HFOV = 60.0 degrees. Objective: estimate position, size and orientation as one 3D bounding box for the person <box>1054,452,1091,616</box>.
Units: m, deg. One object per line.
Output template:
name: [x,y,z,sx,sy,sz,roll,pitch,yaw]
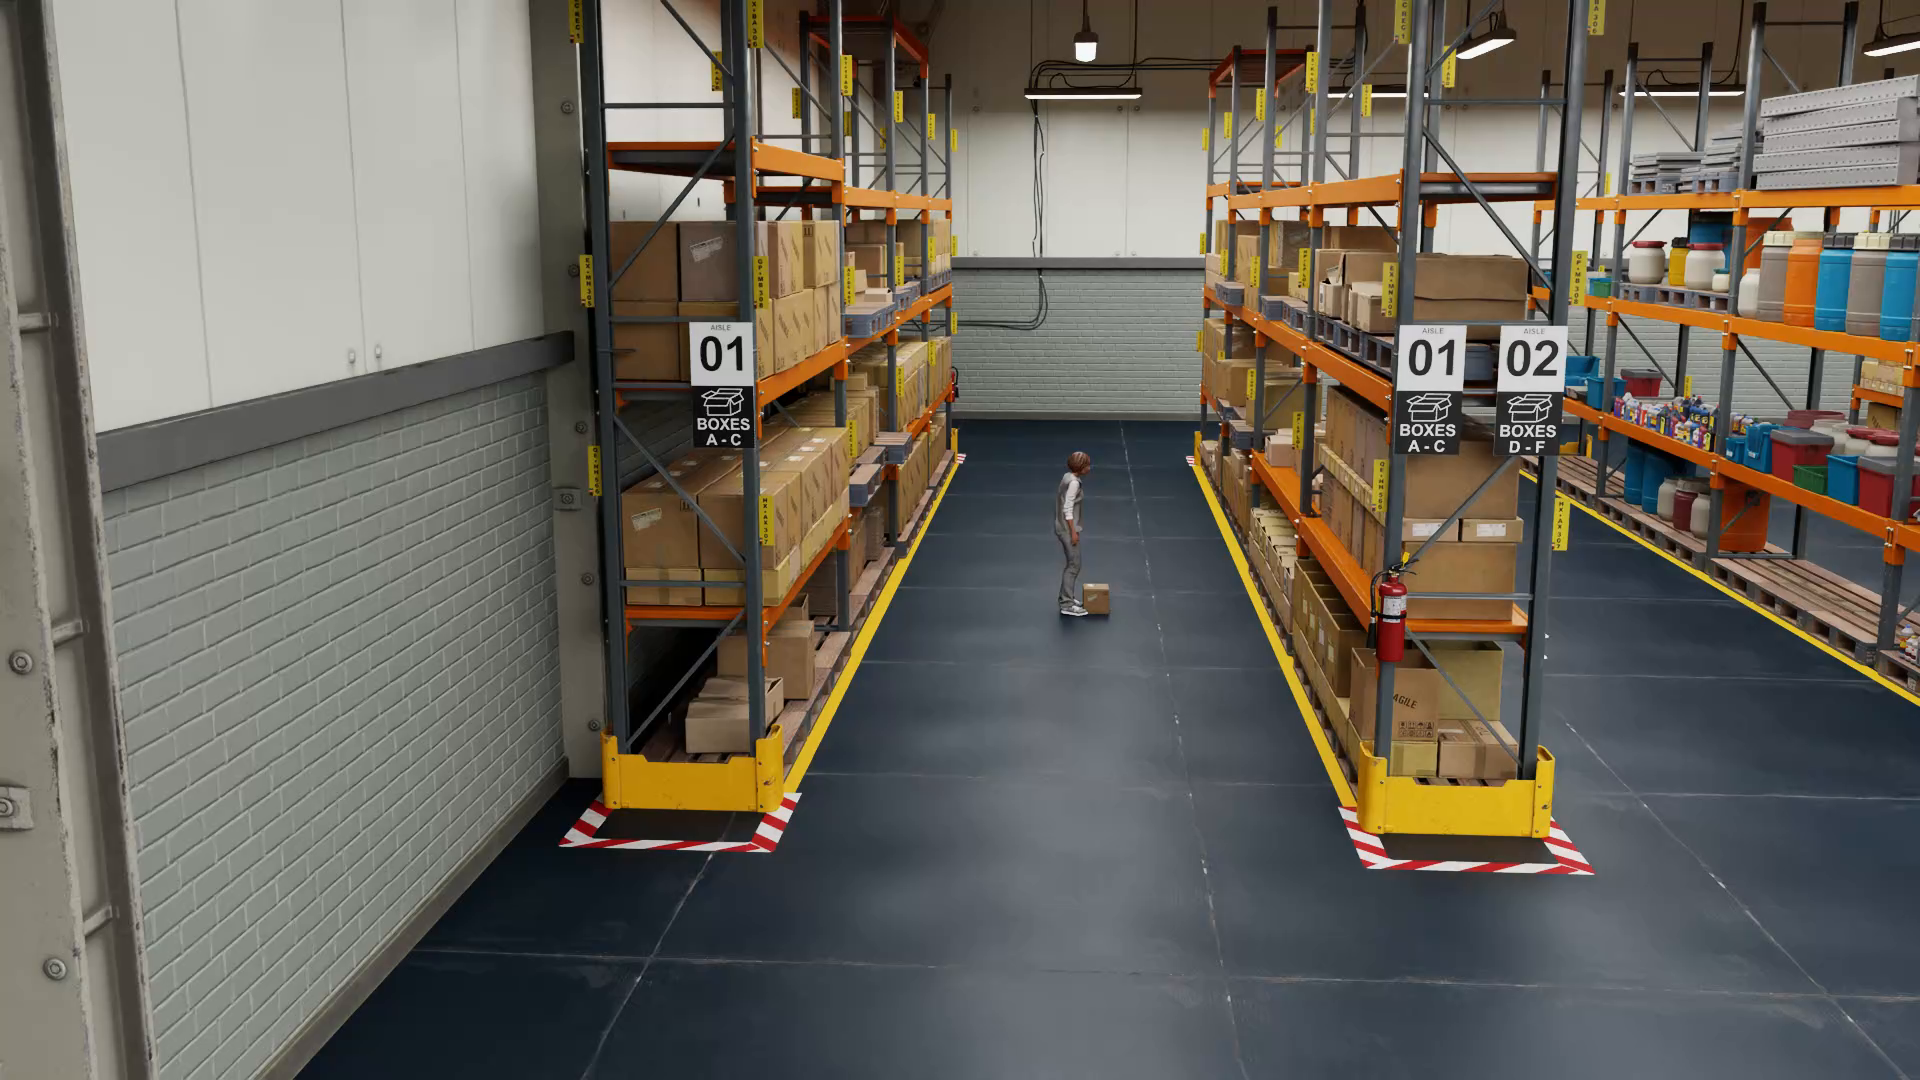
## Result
person: [1.100,-0.075,16.354,0.347,1.591,0.459,1,11,4]
